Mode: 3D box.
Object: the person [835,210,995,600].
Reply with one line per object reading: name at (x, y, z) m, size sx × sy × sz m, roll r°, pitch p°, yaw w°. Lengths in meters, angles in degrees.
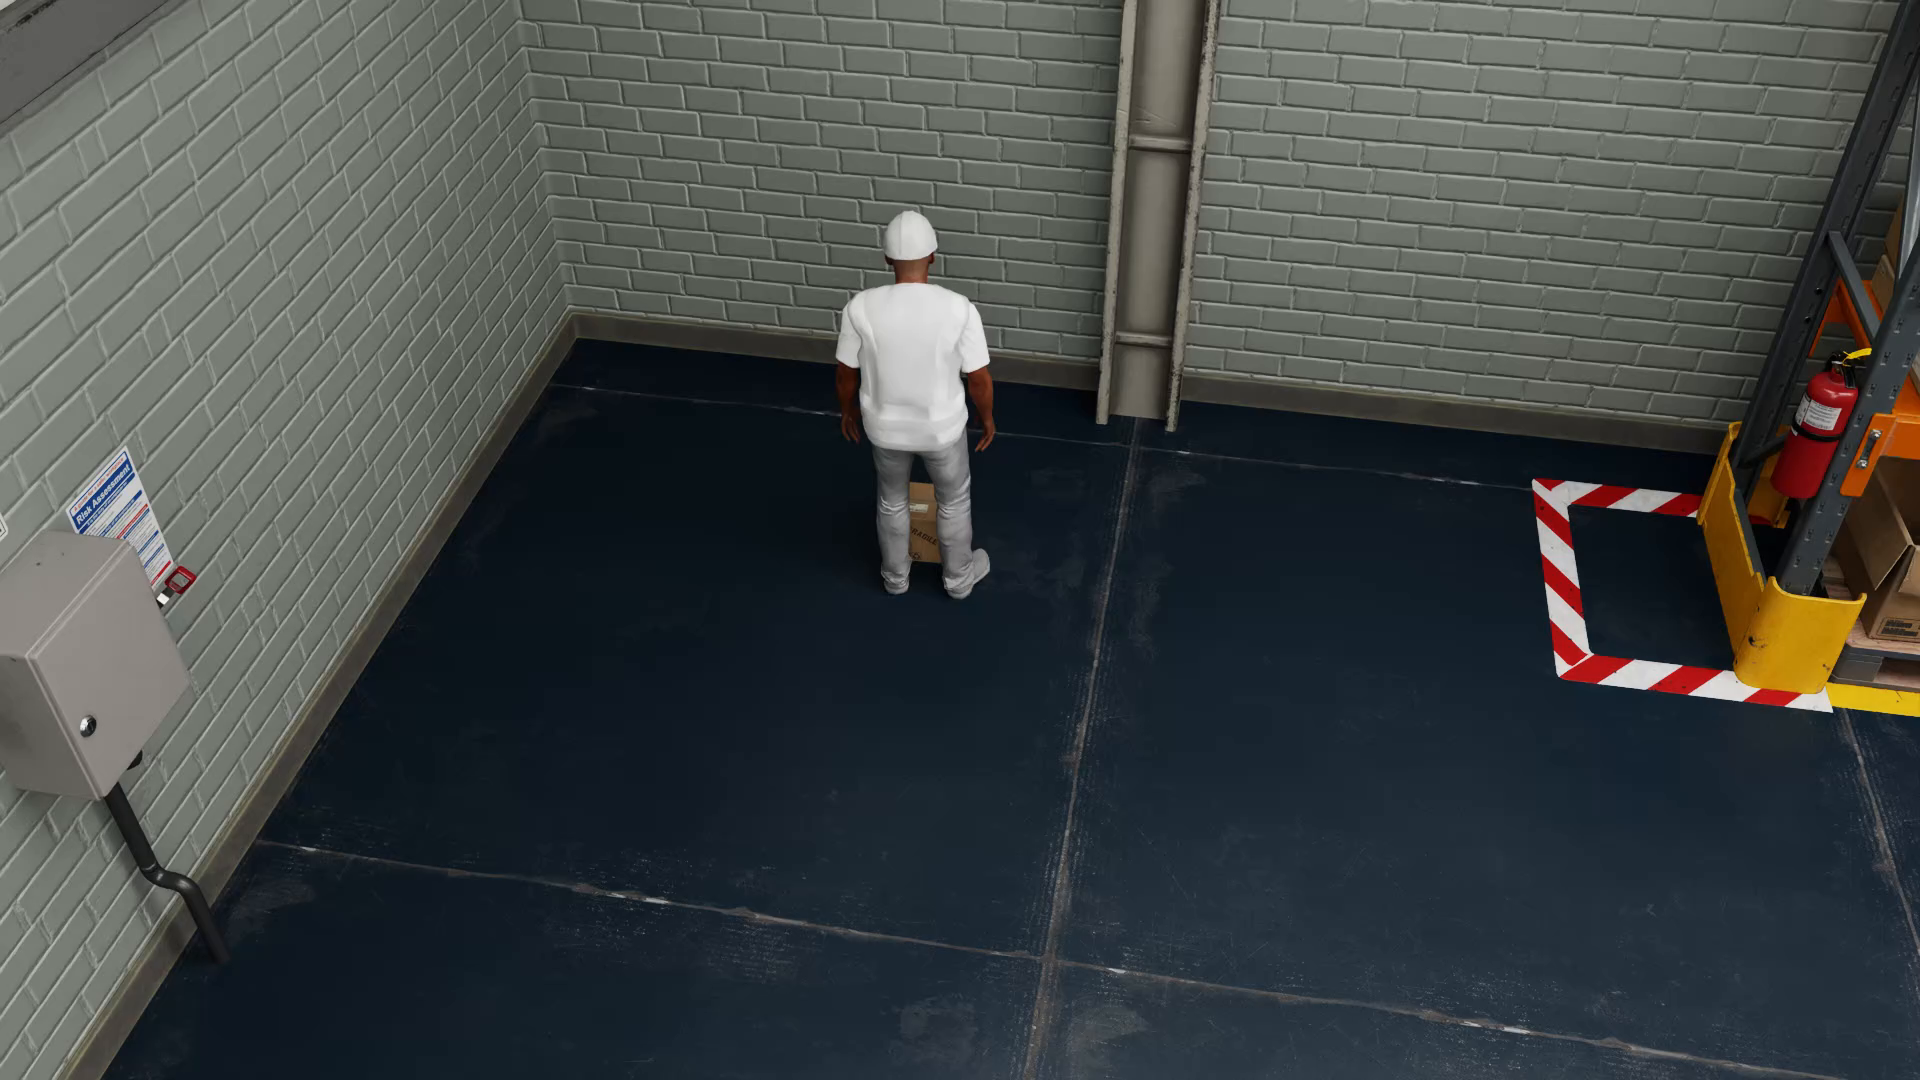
person at (-0.176, -0.505, 6.738) m, size 0.635 × 1.761 × 0.454 m, roll 5°, pitch 41°, yaw 5°
